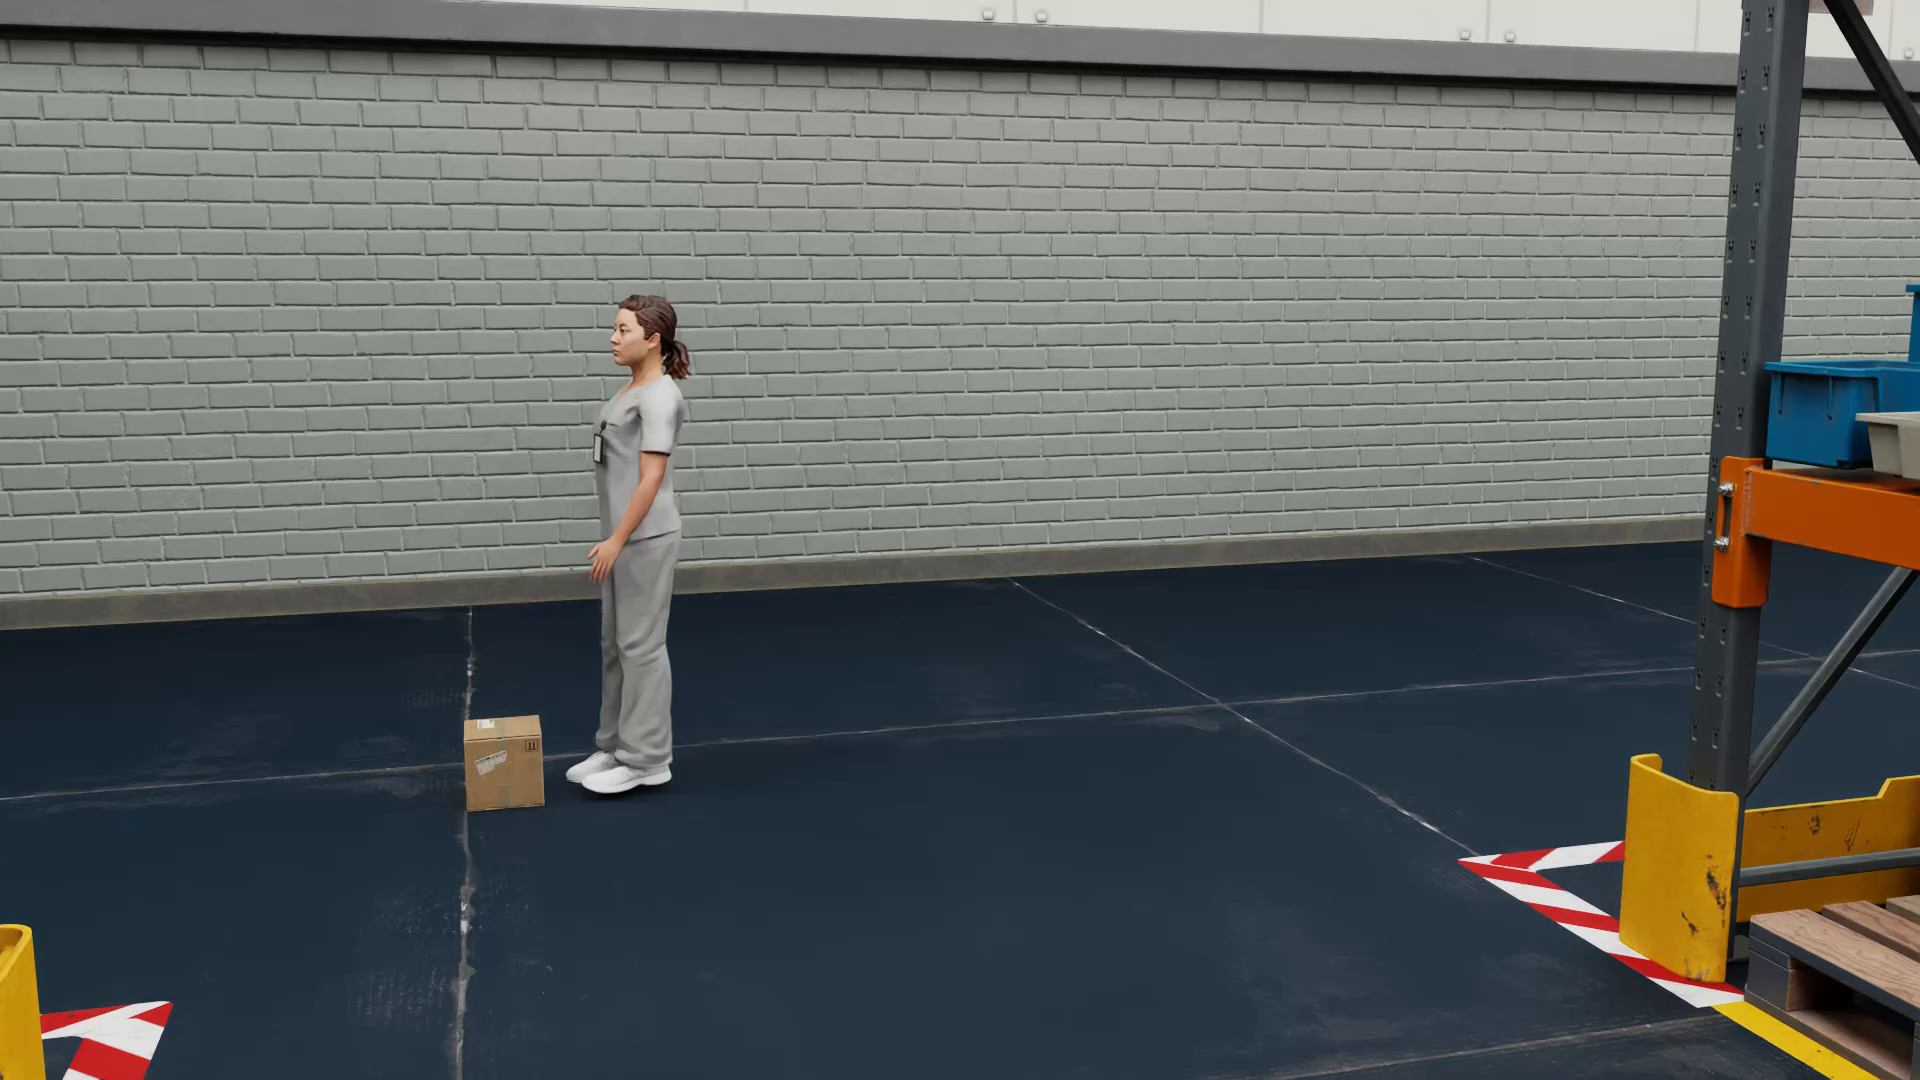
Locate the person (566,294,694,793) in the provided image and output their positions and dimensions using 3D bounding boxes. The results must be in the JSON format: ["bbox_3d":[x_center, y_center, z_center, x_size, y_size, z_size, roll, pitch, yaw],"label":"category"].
[{"bbox_3d":[-1.115,0.151,5.682,0.455,1.448,0.475,-4,10,-22],"label":"person"}]
